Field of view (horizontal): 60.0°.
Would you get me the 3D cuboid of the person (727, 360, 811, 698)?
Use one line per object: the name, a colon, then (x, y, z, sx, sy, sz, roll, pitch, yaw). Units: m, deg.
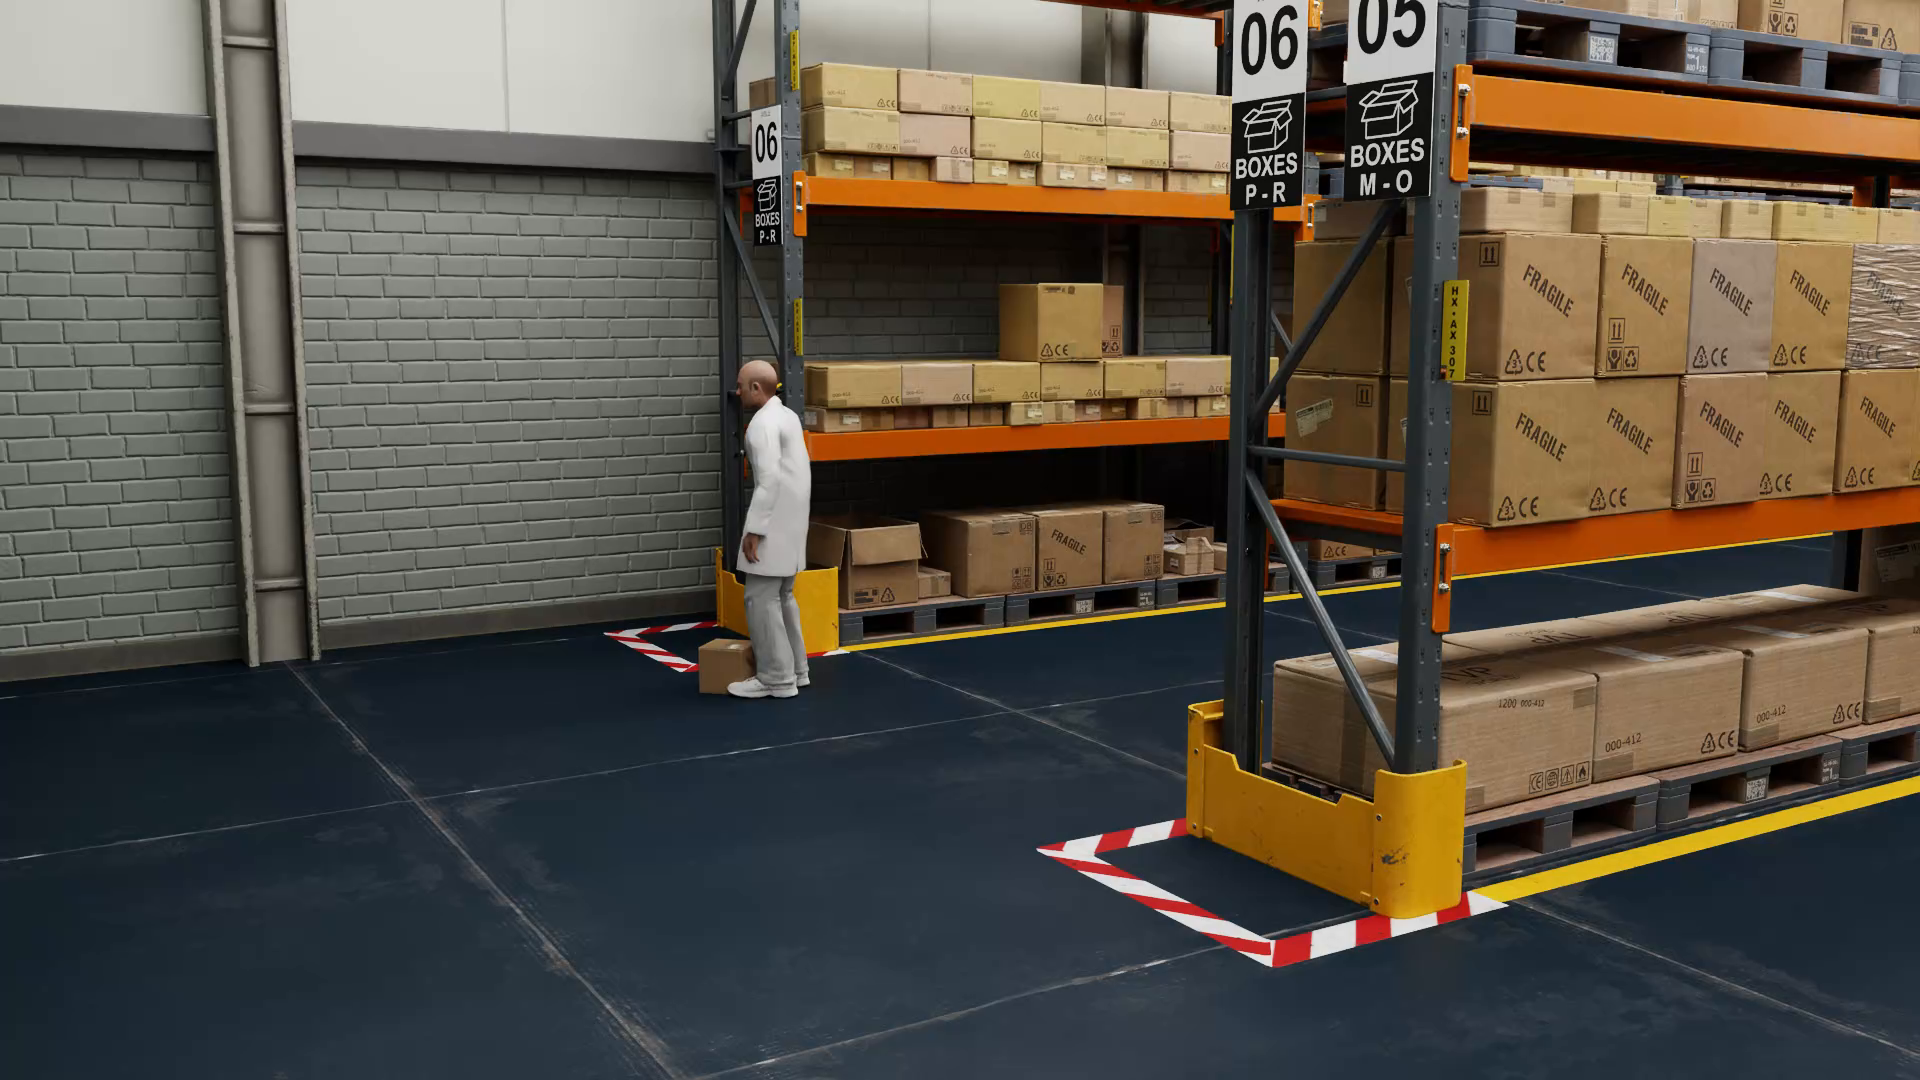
person: (-1.006, -0.061, 8.812, 0.424, 1.774, 0.653, 1, 8, 9)
